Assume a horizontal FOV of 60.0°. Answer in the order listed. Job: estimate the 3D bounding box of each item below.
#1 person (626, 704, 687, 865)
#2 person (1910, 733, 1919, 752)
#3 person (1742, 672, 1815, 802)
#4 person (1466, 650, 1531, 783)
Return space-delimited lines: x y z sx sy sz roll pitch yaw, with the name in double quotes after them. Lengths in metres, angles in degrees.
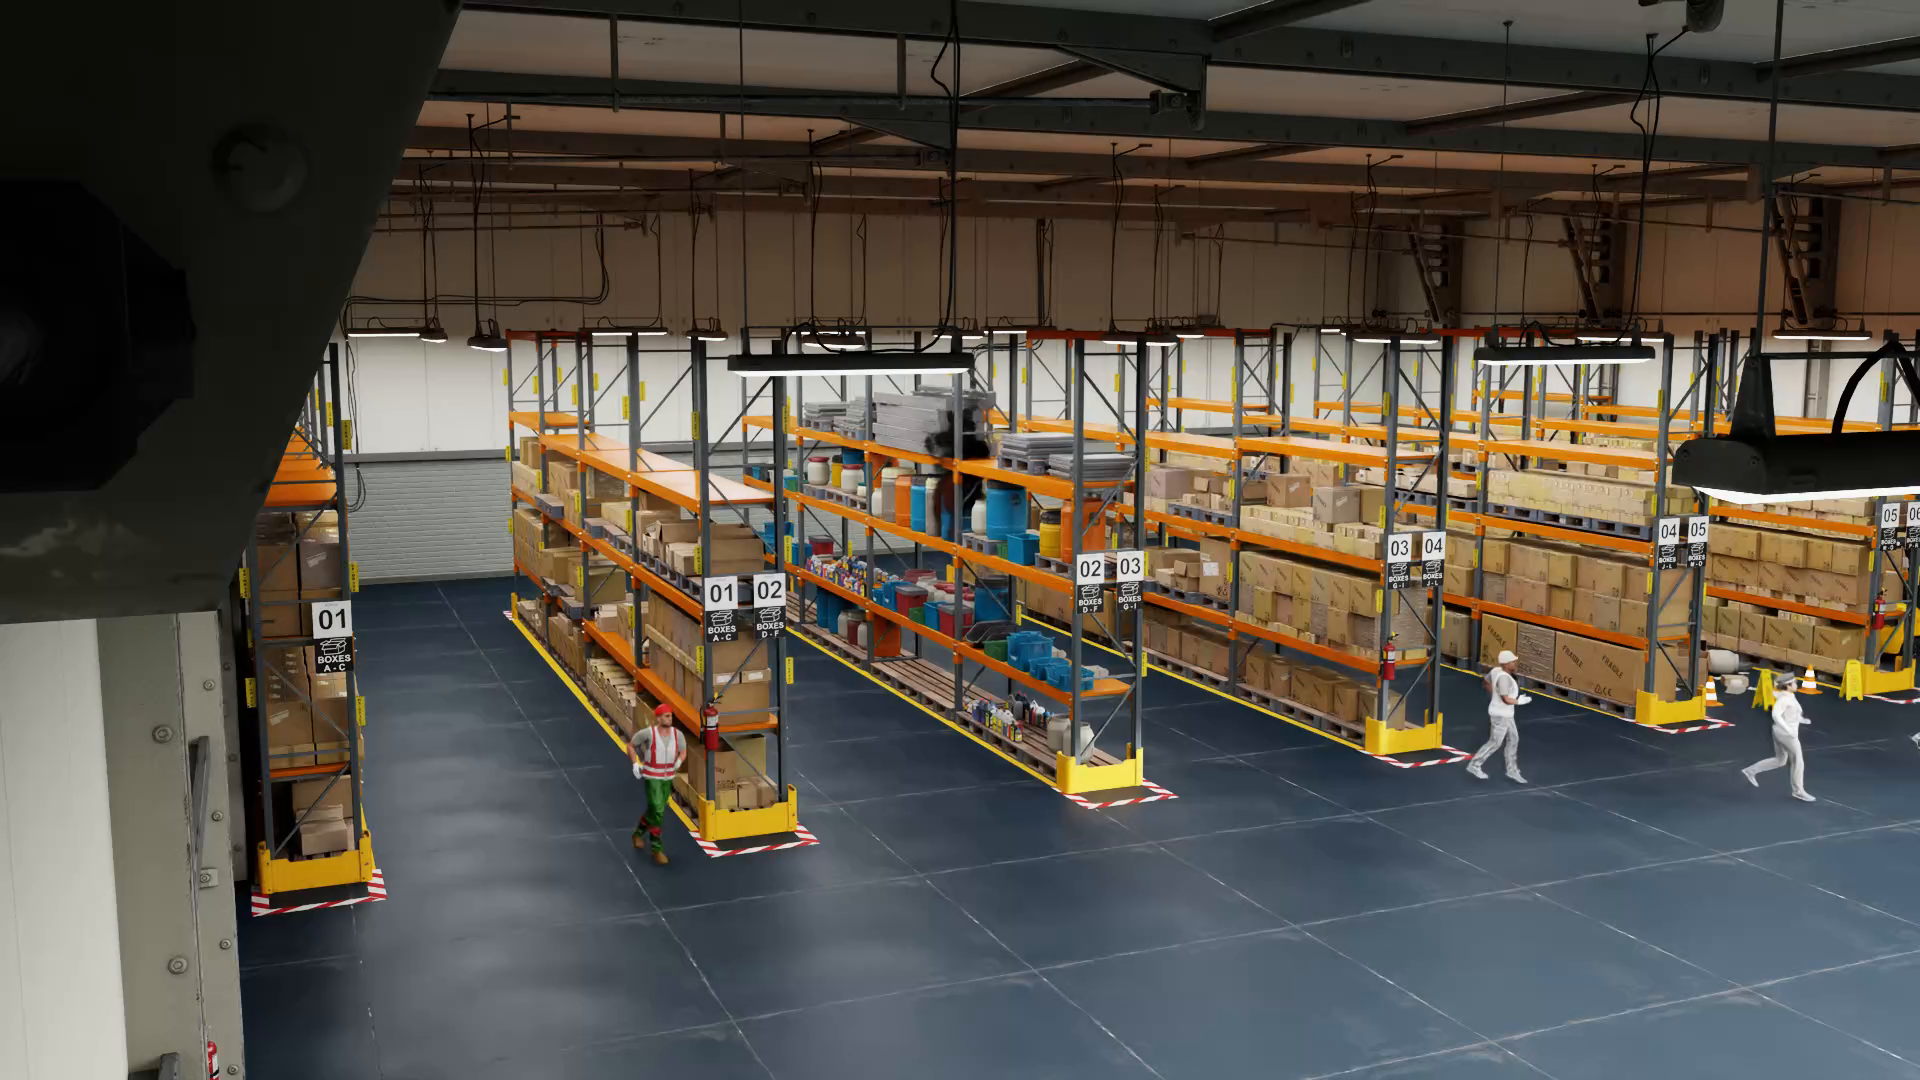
-3.519 2.812 19.512 0.669 1.809 0.815 -8 11 -44 "person"
13.787 2.305 23.335 0.687 1.741 0.658 3 8 22 "person"
10.752 2.556 21.744 0.893 1.702 0.618 2 8 15 "person"
7.305 2.401 22.503 0.818 1.846 0.705 2 8 15 "person"
